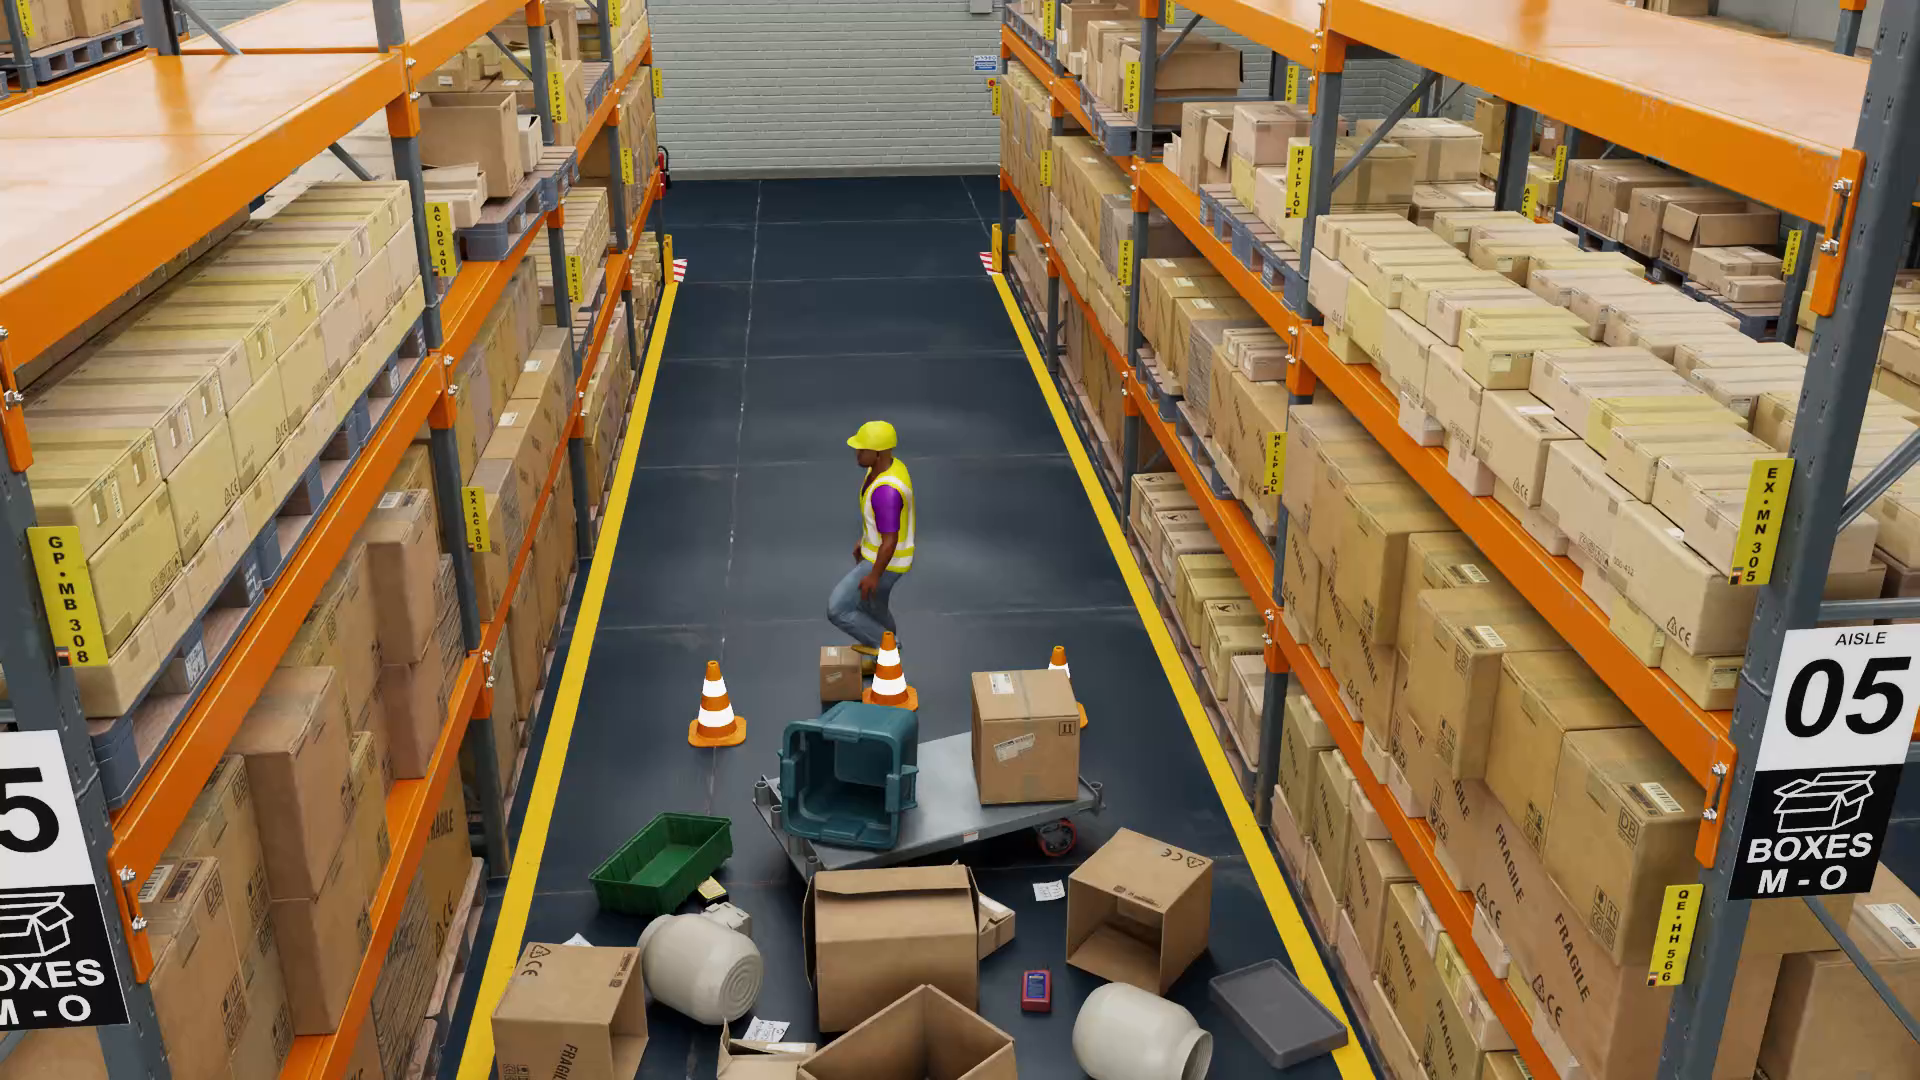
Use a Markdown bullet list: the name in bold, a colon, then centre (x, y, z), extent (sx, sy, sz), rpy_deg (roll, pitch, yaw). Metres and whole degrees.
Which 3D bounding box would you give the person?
- **person**: centre (-0.543, 0.116, 10.033), extent (0.550, 1.764, 0.632), rpy_deg (-3, 24, -6)
